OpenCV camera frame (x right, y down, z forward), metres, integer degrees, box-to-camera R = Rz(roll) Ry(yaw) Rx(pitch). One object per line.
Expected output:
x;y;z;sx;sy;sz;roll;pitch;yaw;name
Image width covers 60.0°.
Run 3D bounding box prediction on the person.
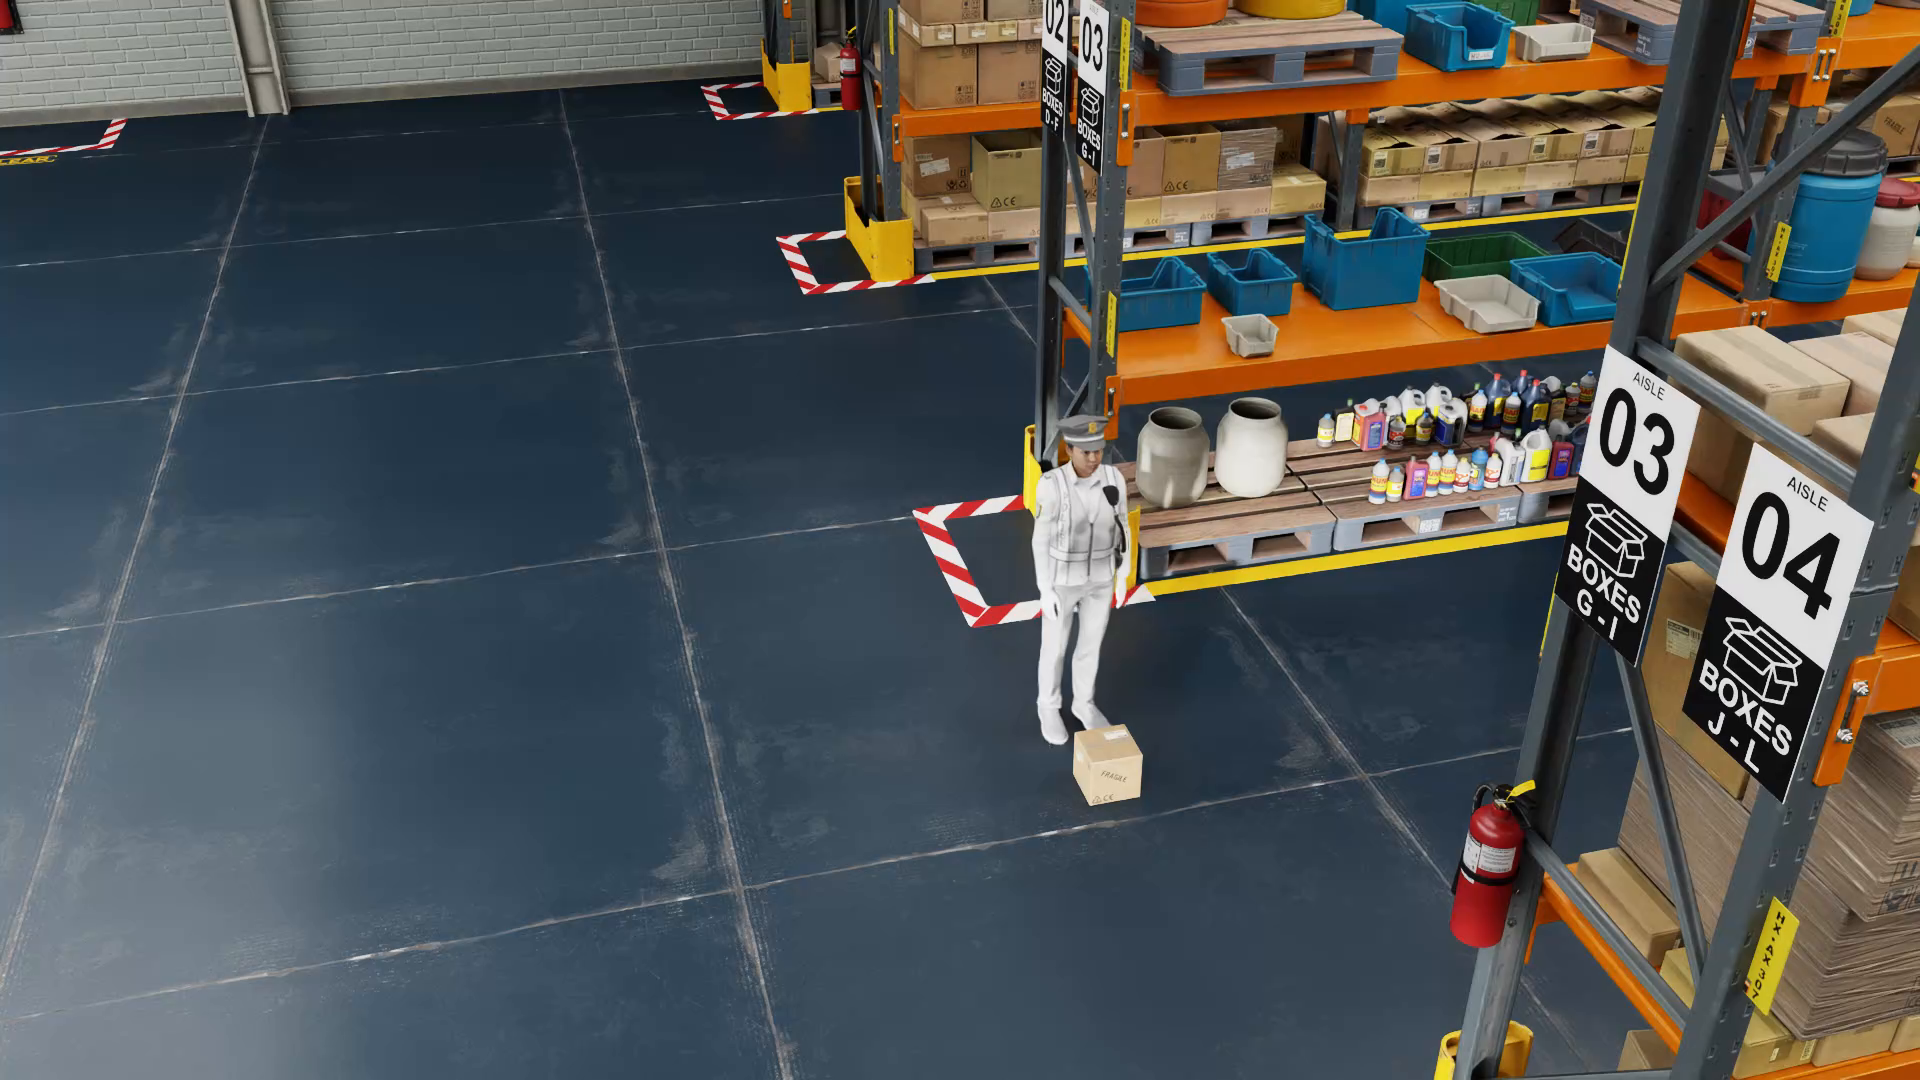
0.578;0.176;7.868;0.489;1.695;0.363;-8;31;-13;person
